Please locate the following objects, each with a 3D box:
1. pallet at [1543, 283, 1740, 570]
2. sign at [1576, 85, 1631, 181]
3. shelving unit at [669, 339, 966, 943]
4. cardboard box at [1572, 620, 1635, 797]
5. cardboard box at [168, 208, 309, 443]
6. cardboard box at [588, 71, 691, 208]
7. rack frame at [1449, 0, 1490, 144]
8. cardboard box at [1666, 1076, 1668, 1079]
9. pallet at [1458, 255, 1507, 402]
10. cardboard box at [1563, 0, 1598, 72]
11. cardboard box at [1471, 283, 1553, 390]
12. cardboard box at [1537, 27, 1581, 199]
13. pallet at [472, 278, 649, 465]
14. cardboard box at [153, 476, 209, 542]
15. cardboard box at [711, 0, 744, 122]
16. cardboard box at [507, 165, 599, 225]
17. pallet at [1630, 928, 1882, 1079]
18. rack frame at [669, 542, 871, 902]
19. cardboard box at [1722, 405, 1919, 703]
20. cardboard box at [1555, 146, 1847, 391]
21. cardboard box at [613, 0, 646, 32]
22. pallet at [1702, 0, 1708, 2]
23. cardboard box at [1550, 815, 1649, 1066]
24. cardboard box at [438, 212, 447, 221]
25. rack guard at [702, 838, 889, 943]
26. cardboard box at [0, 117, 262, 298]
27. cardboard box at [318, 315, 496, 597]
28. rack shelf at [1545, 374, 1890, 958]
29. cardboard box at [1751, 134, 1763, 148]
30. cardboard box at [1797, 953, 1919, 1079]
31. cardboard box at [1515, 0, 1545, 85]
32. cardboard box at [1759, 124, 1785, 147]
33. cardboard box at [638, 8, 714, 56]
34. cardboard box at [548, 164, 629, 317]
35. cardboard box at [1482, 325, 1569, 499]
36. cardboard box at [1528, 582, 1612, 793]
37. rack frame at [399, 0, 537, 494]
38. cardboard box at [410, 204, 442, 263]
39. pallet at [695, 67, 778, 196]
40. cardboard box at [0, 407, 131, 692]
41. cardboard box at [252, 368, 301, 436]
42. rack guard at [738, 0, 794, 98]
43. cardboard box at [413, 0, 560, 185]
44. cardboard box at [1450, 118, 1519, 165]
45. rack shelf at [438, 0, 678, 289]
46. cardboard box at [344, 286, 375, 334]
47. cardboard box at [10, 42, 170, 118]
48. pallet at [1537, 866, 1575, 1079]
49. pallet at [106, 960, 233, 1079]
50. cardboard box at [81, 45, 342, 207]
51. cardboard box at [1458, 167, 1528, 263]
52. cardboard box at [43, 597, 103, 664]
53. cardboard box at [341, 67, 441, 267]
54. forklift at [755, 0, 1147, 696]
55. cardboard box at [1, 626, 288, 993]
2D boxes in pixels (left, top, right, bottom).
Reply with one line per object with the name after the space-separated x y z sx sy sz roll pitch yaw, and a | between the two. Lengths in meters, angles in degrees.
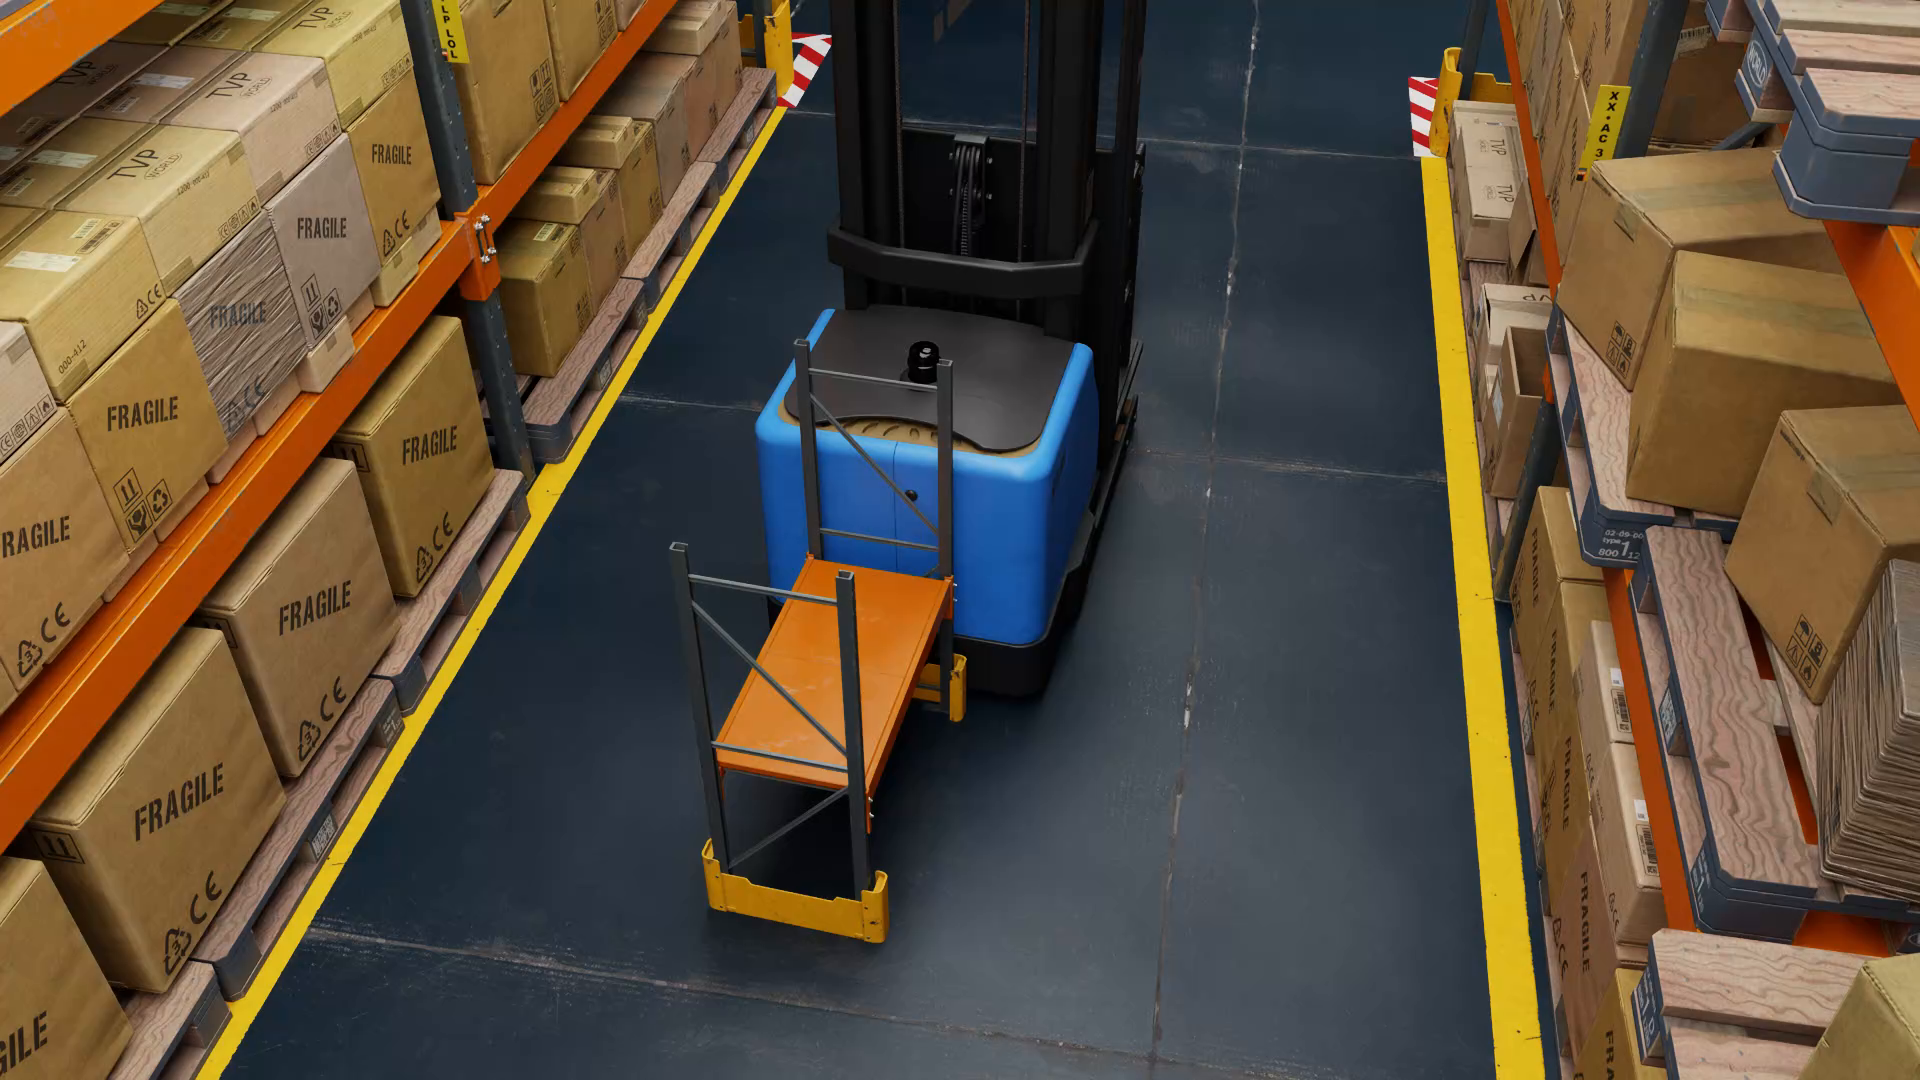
2.331 -0.332 4.948 1.003 0.211 1.213 6 40 8 | pallet
2.041 -1.284 5.269 0.100 0.325 0.005 6 40 8 | sign
-0.391 0.312 5.196 0.587 1.500 1.083 9 40 11 | shelving unit
2.080 0.514 4.802 0.500 0.250 0.500 6 40 8 | cardboard box
-2.309 -0.647 4.851 0.500 0.500 0.500 6 40 8 | cardboard box
-1.806 -2.068 8.529 0.700 0.500 0.500 5 40 6 | cardboard box
3.269 -3.406 8.515 1.000 3.000 0.127 6 40 8 | rack frame
1.821 1.471 3.644 0.500 0.250 0.500 8 40 9 | cardboard box
2.905 -1.019 7.817 1.003 0.211 1.213 6 40 8 | pallet
2.495 -1.987 5.936 0.500 0.500 0.500 6 40 7 | cardboard box
2.525 -0.888 7.235 0.500 0.311 0.500 6 40 8 | cardboard box
2.498 -1.599 6.252 0.500 0.500 0.500 7 40 9 | cardboard box
-2.094 -0.833 7.592 1.003 0.211 1.213 6 40 8 | pallet
-2.403 -0.149 4.757 0.380 0.149 0.250 8 40 9 | cardboard box
-1.634 -2.698 9.291 0.700 0.500 0.500 6 40 8 | cardboard box
-1.834 -1.540 7.382 0.380 0.149 0.250 8 40 9 | cardboard box
1.932 1.256 3.027 1.213 0.211 1.003 6 40 8 | pallet
-0.519 0.631 4.810 0.500 1.500 0.032 9 40 11 | rack frame
2.332 0.020 3.964 0.700 0.500 0.500 -3 40 -4 | cardboard box
2.274 -0.823 4.983 0.700 0.500 0.500 -6 40 -7 | cardboard box
-1.945 -2.809 7.558 0.980 0.700 0.700 5 40 6 | cardboard box
2.395 -1.577 4.097 1.213 0.211 1.003 6 40 8 | pallet
1.990 1.141 4.632 0.500 0.500 0.500 5 40 6 | cardboard box
-2.293 -1.277 7.063 0.380 0.149 0.250 6 40 7 | cardboard box
-0.514 1.101 5.222 0.587 0.250 0.087 9 40 11 | rack guard
-2.318 -0.928 4.602 0.500 0.250 0.500 7 40 9 | cardboard box
-2.288 -0.350 6.177 0.750 0.750 0.750 7 40 8 | cardboard box
2.230 0.637 4.190 1.077 0.370 4.000 6 40 8 | rack shelf
2.933 -1.224 5.797 0.500 0.500 0.500 7 40 9 | cardboard box
1.882 1.007 2.770 0.700 0.500 0.500 -6 40 -7 | cardboard box
2.670 -2.242 7.029 0.500 0.500 0.500 7 40 8 | cardboard box
2.935 -1.584 5.448 0.500 0.500 0.500 7 40 9 | cardboard box
-1.520 -2.686 8.768 0.380 0.149 0.250 7 40 9 | cardboard box
-1.983 -1.411 7.734 0.700 0.500 0.500 6 40 7 | cardboard box
2.396 -0.490 6.605 0.500 0.500 0.500 6 40 8 | cardboard box
2.171 0.511 5.394 0.500 0.500 0.500 7 40 8 | cardboard box
-2.303 -1.439 6.137 1.000 3.000 0.127 6 40 8 | rack frame
-2.083 -1.107 5.916 0.380 0.149 0.250 7 40 8 | cardboard box
-1.672 -2.364 9.444 1.003 0.211 1.213 6 40 8 | pallet
-2.472 -0.005 4.075 0.500 0.500 0.500 6 40 7 | cardboard box
-2.288 -0.470 5.146 0.380 0.149 0.250 6 40 8 | cardboard box
-1.607 -3.001 9.988 1.175 0.500 0.348 6 40 8 | rack guard
-2.193 -1.893 6.451 0.980 0.700 0.700 7 40 8 | cardboard box
2.814 -2.101 8.816 0.380 0.166 0.250 6 40 8 | cardboard box
-1.957 -2.417 7.884 1.077 0.370 4.000 6 40 8 | rack shelf
-2.192 -0.788 5.531 0.380 0.149 0.250 8 40 9 | cardboard box
-2.723 -1.300 5.052 0.500 0.250 0.500 7 40 8 | cardboard box
2.264 1.462 4.816 1.003 0.211 1.213 6 40 8 | pallet
-2.785 1.659 4.577 1.003 0.211 1.213 6 40 8 | pallet
-2.230 -1.248 4.989 0.500 0.250 0.500 7 40 9 | cardboard box
2.722 -1.578 8.117 0.500 0.250 0.500 6 40 8 | cardboard box
-2.515 0.169 4.373 0.380 0.149 0.250 7 40 8 | cardboard box
-2.135 -1.282 5.620 0.500 0.500 0.500 6 40 7 | cardboard box
0.157 -1.518 6.286 1.130 2.935 3.031 9 40 11 | forklift
-2.581 0.742 4.856 0.750 0.750 0.750 6 40 7 | cardboard box
